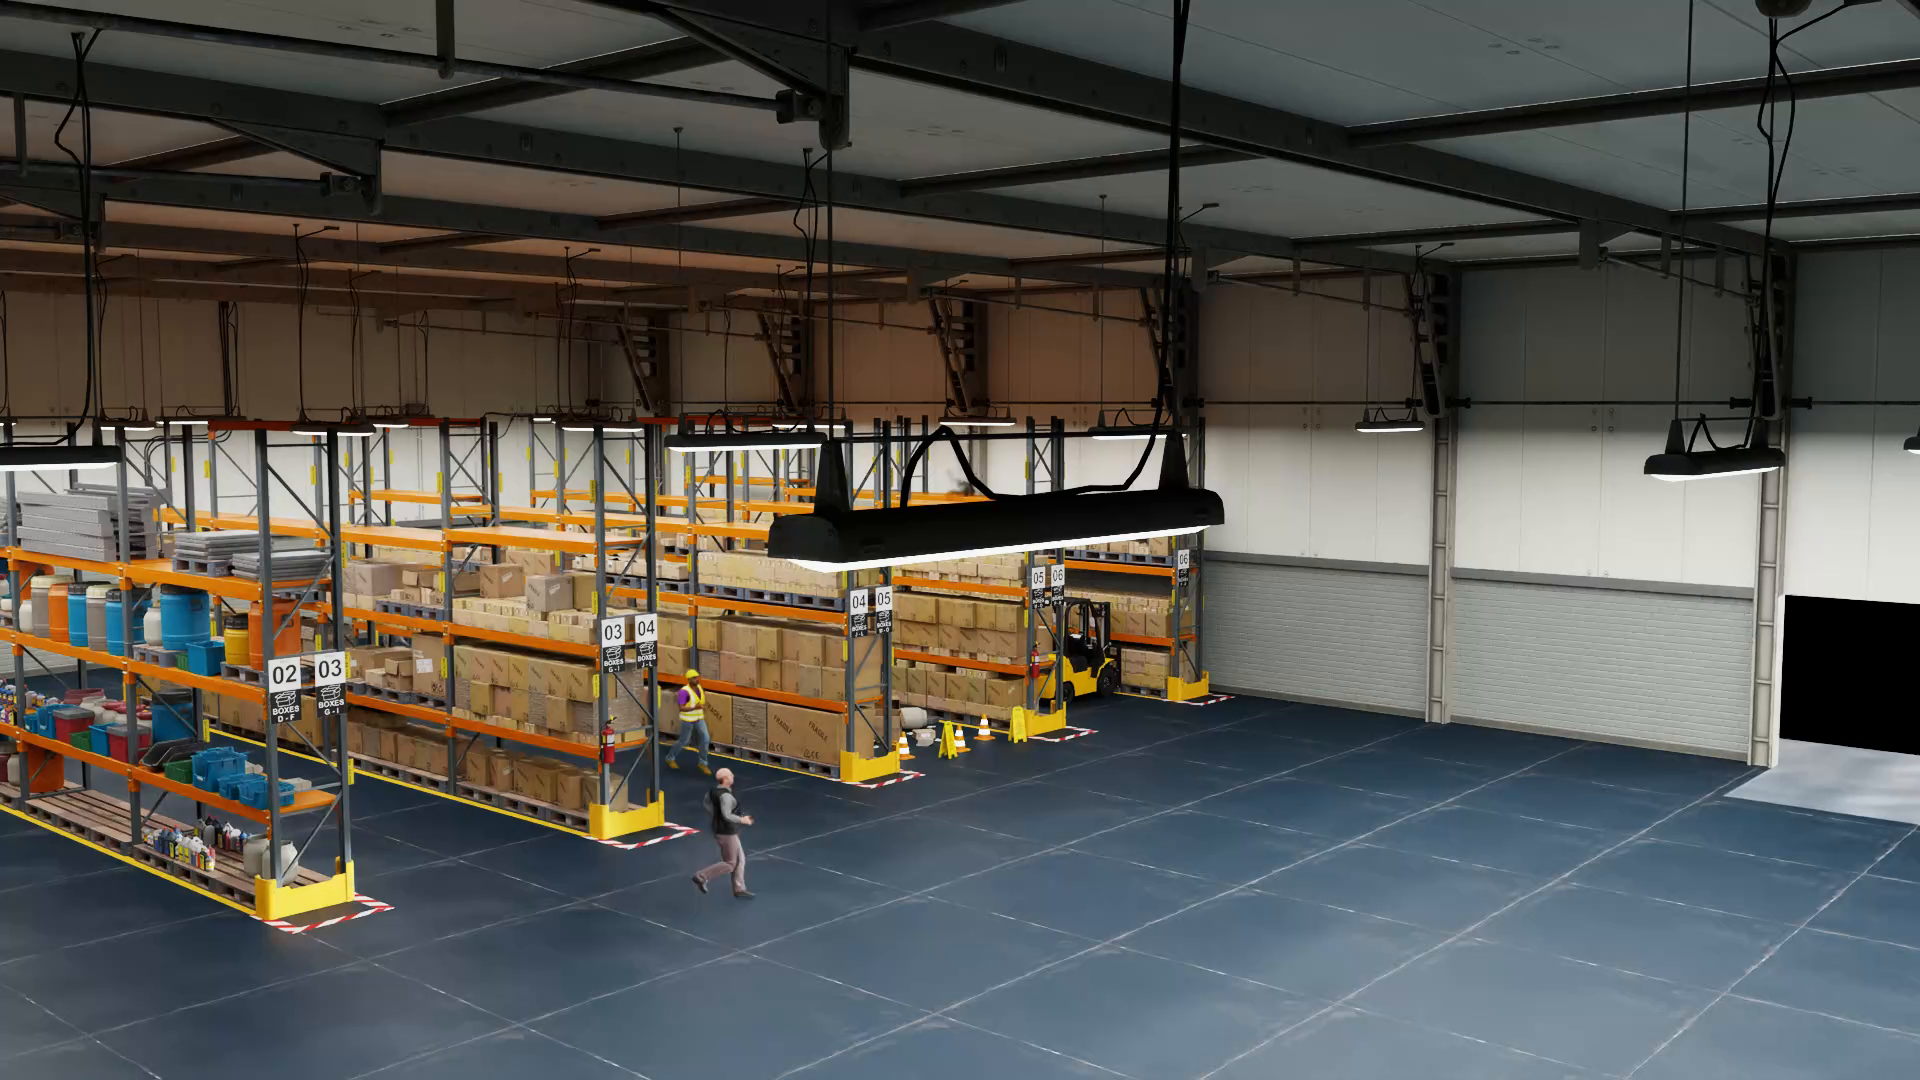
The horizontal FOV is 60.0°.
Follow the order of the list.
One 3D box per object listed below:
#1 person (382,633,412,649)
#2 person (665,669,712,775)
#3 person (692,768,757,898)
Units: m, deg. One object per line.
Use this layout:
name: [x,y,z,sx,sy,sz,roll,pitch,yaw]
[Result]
person: [-13.699,2.066,40.222,0.679,1.781,0.992,3,6,33]
person: [-4.600,3.098,28.369,0.906,1.820,0.710,3,6,36]
person: [-3.001,3.741,21.081,0.864,1.716,0.662,-2,5,-23]
